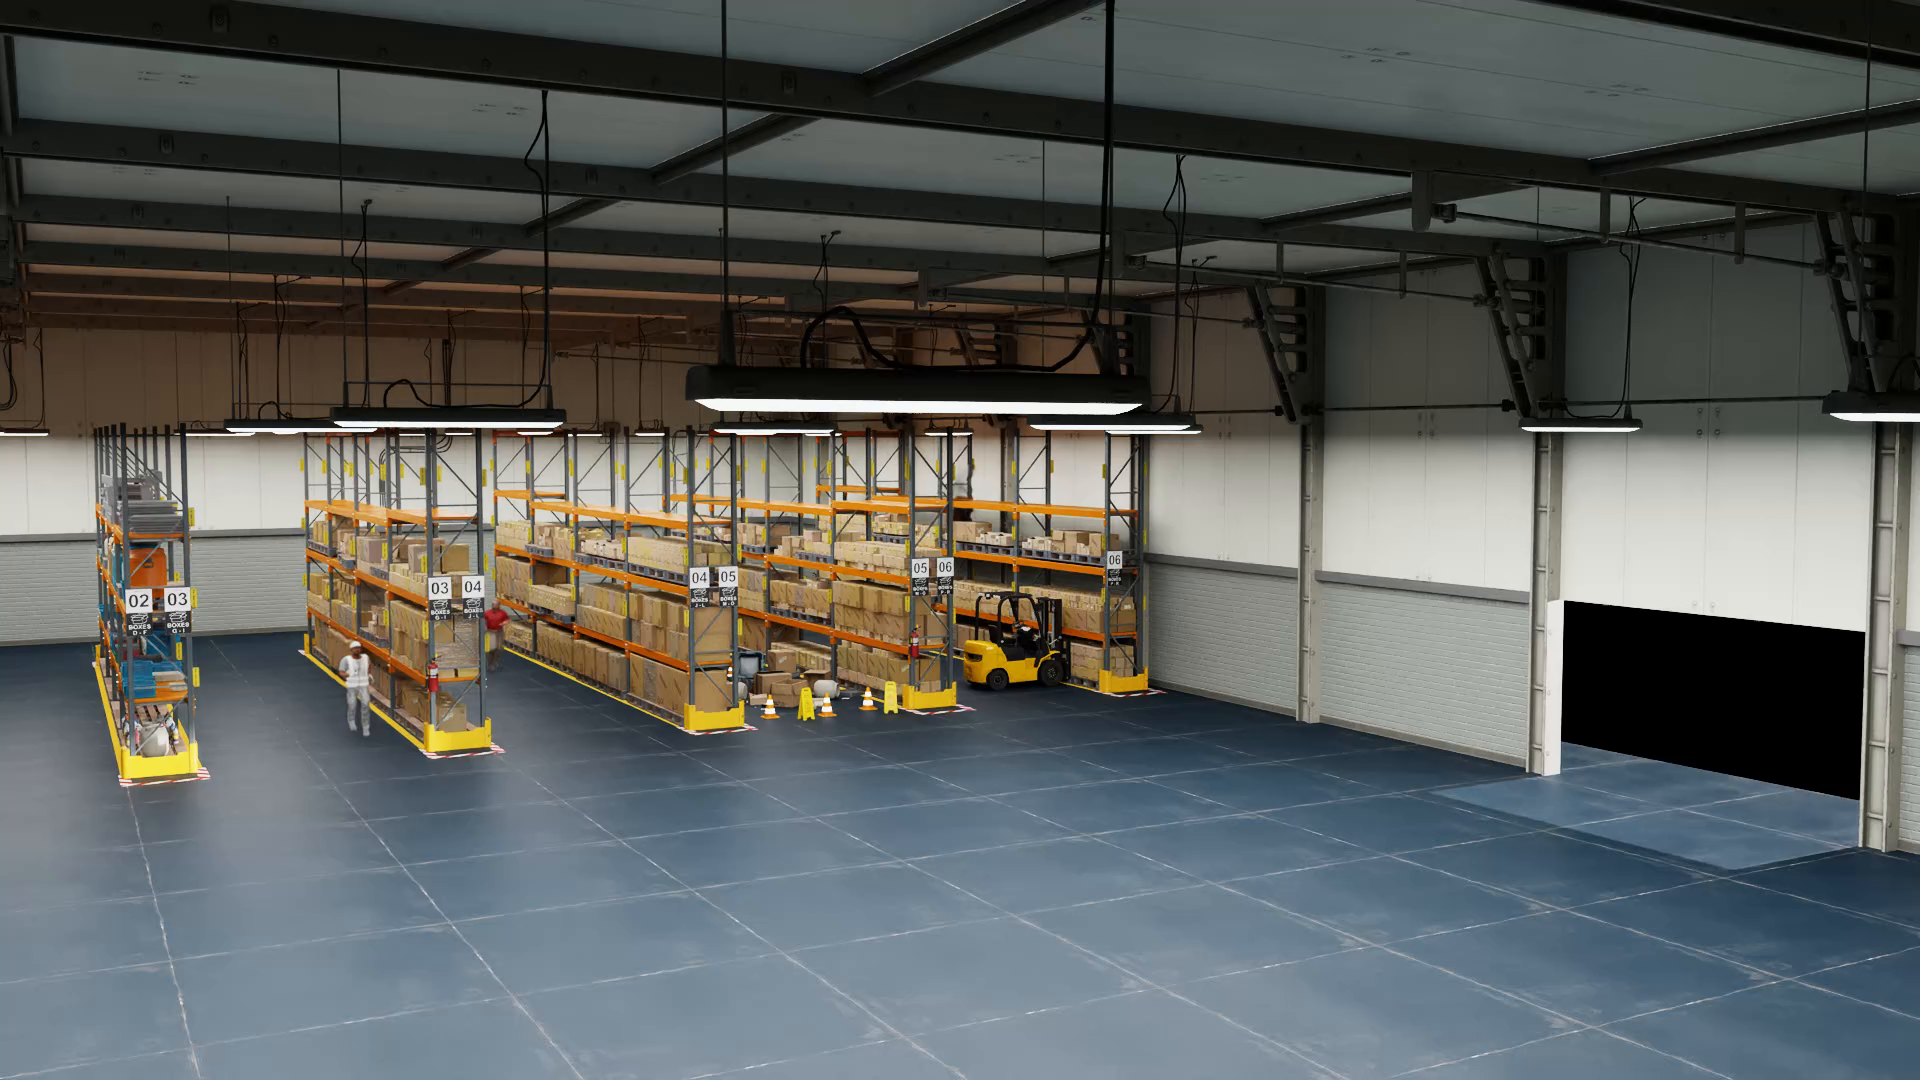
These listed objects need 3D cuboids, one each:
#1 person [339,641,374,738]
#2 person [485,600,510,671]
[{"bbox_3d":[-11.680,2.864,32.202,0.667,1.832,0.871,-2,4,-30],"label":"person"},{"bbox_3d":[-11.510,2.377,41.283,0.637,1.787,0.747,-2,4,-26],"label":"person"}]
